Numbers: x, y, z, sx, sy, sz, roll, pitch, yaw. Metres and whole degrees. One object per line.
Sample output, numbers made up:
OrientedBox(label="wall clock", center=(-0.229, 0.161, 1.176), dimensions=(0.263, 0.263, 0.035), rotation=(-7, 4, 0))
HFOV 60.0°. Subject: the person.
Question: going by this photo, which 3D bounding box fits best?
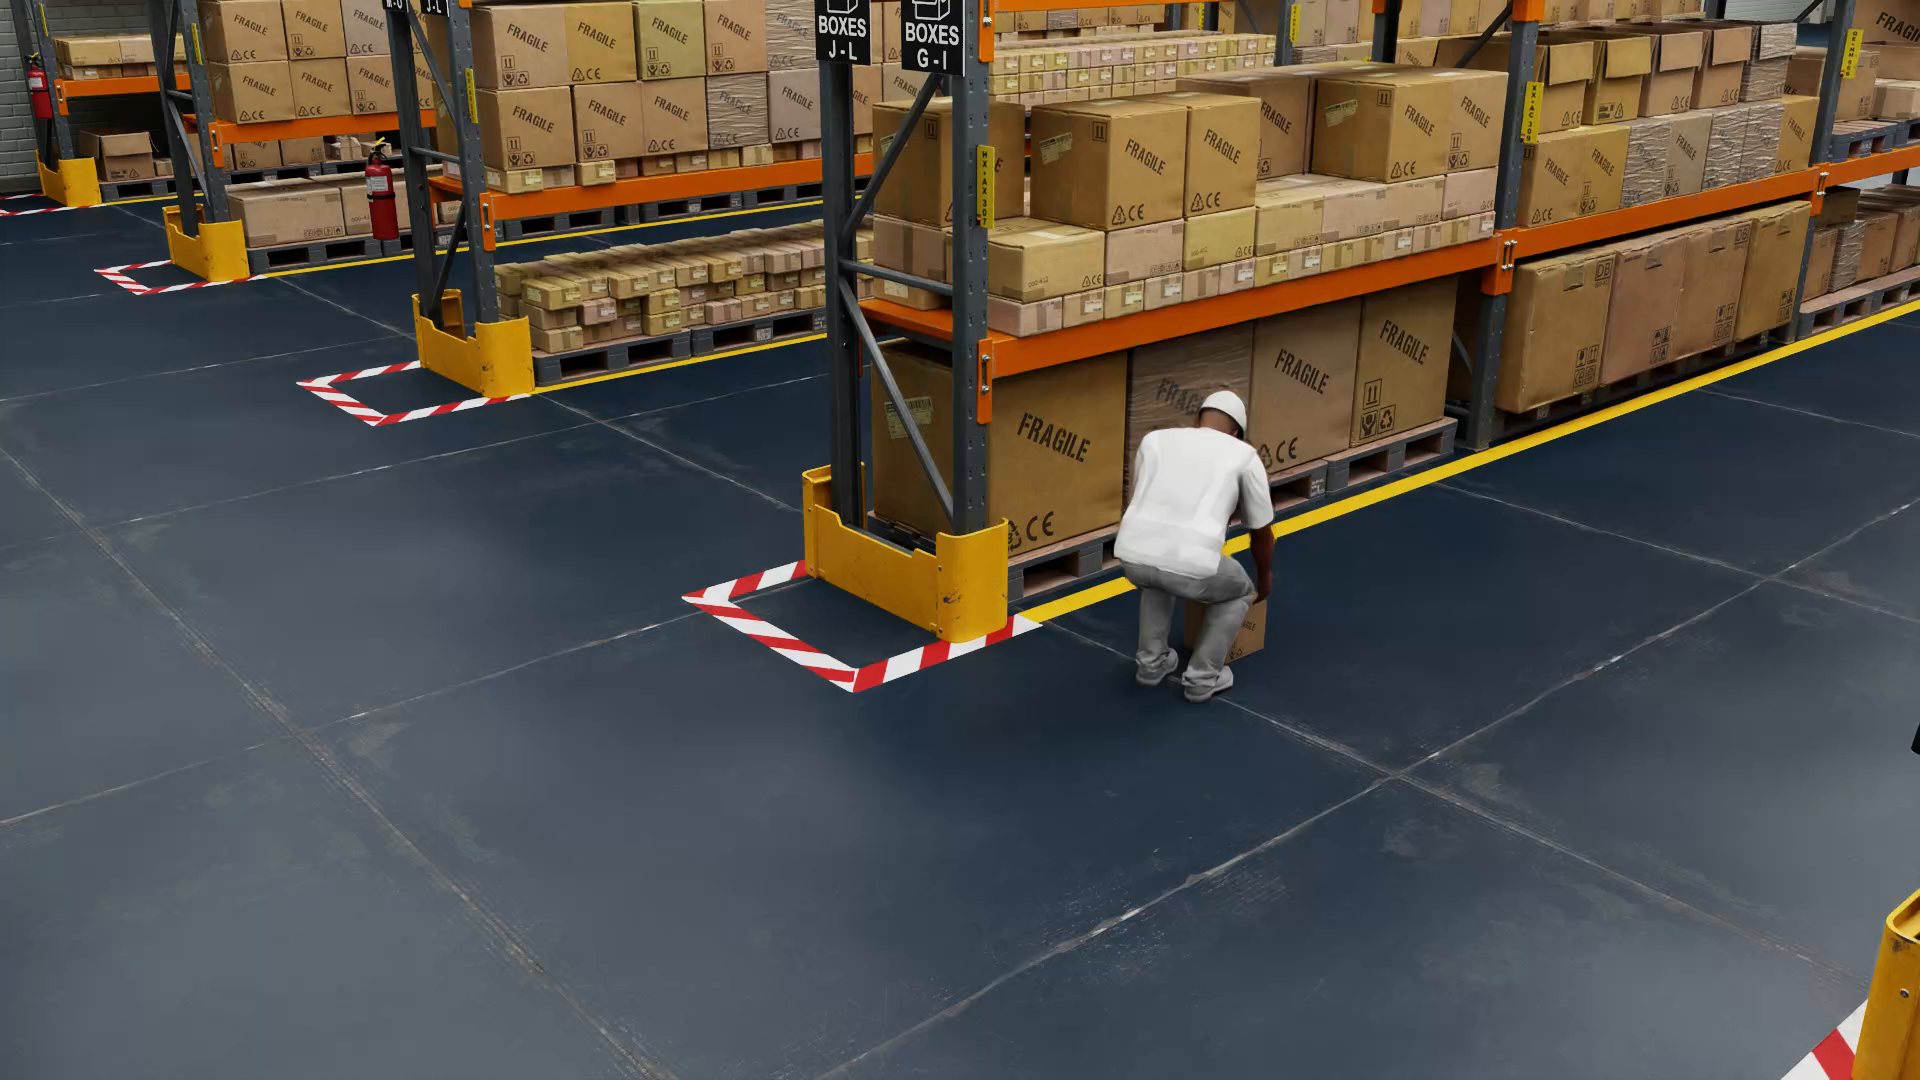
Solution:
OrientedBox(label="person", center=(0.927, 0.021, 6.837), dimensions=(0.615, 1.167, 0.855), rotation=(14, 25, 32))
